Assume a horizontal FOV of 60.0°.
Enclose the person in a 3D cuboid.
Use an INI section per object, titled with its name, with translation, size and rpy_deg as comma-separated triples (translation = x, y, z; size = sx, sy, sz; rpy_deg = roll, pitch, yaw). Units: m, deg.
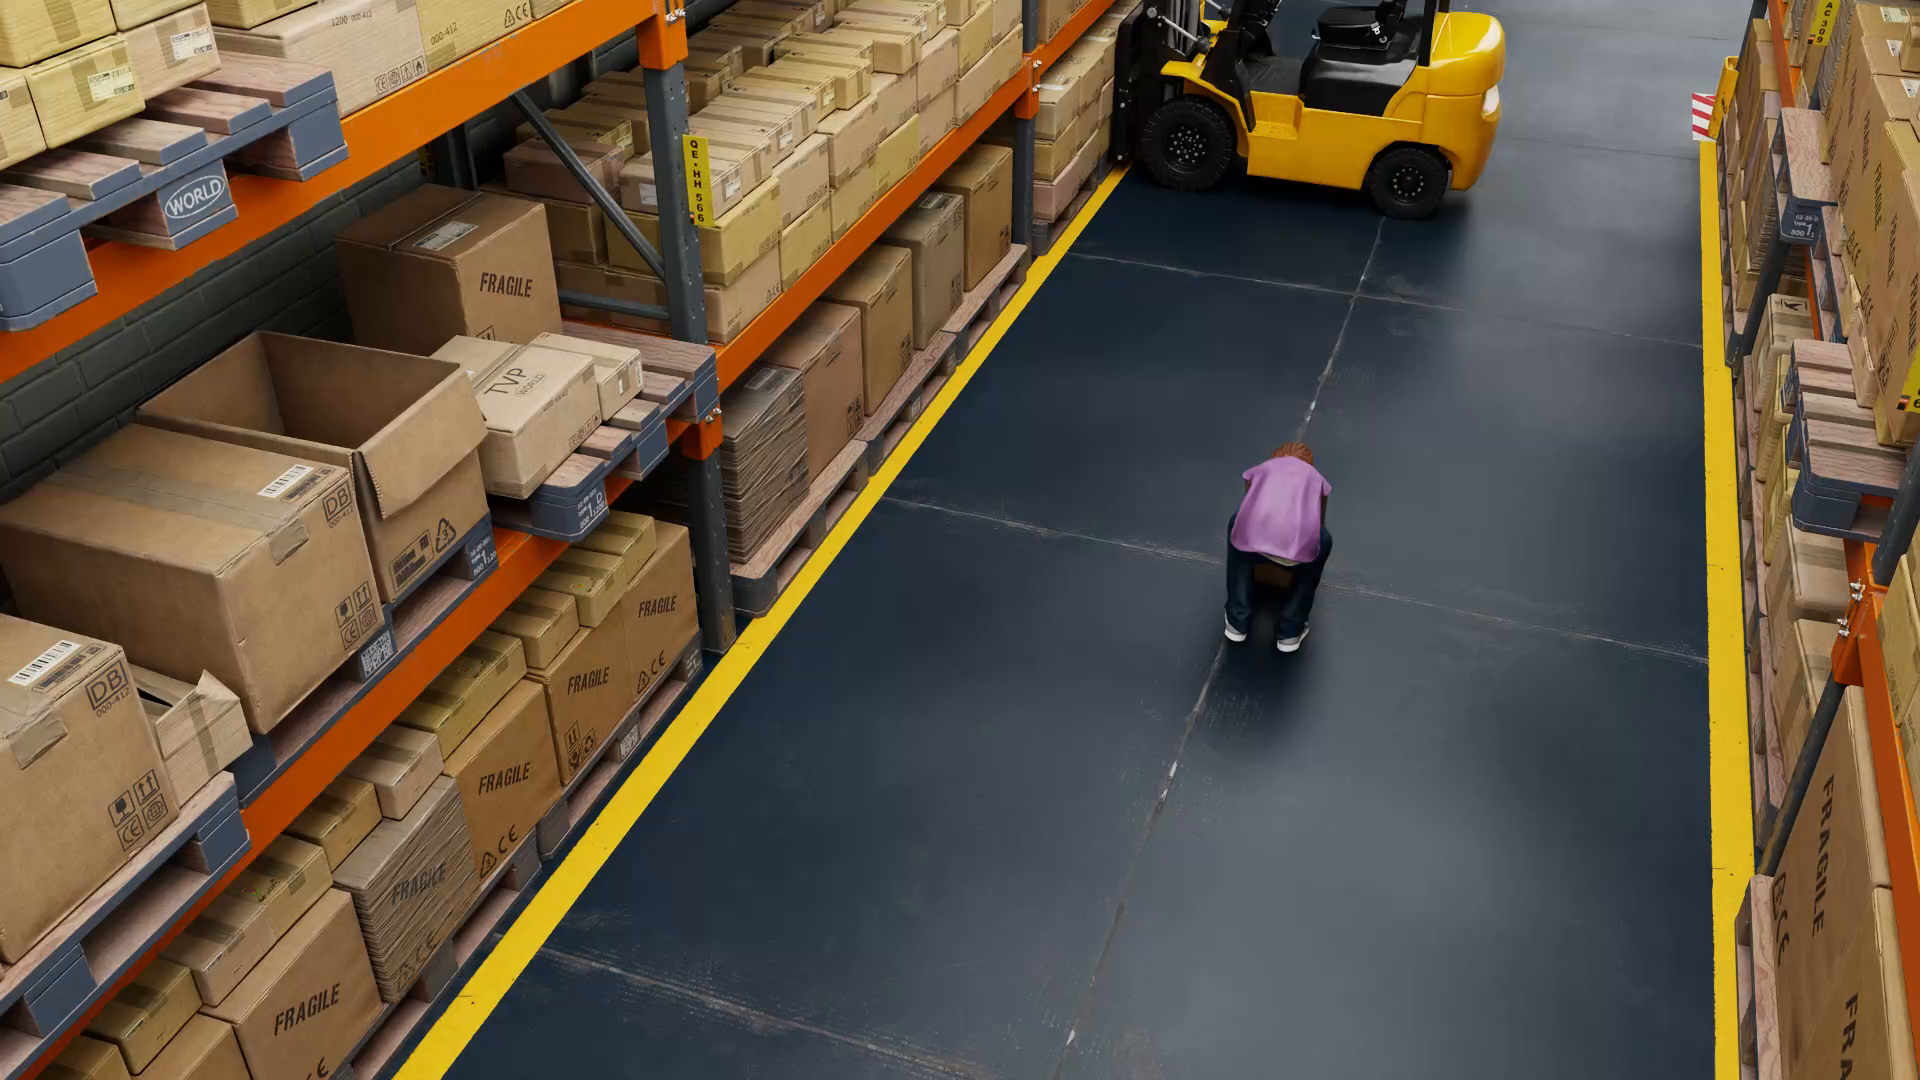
[person]
translation = 1.325, 0.008, 6.915
size = 0.433, 0.778, 0.871
rpy_deg = 10, 35, 15
